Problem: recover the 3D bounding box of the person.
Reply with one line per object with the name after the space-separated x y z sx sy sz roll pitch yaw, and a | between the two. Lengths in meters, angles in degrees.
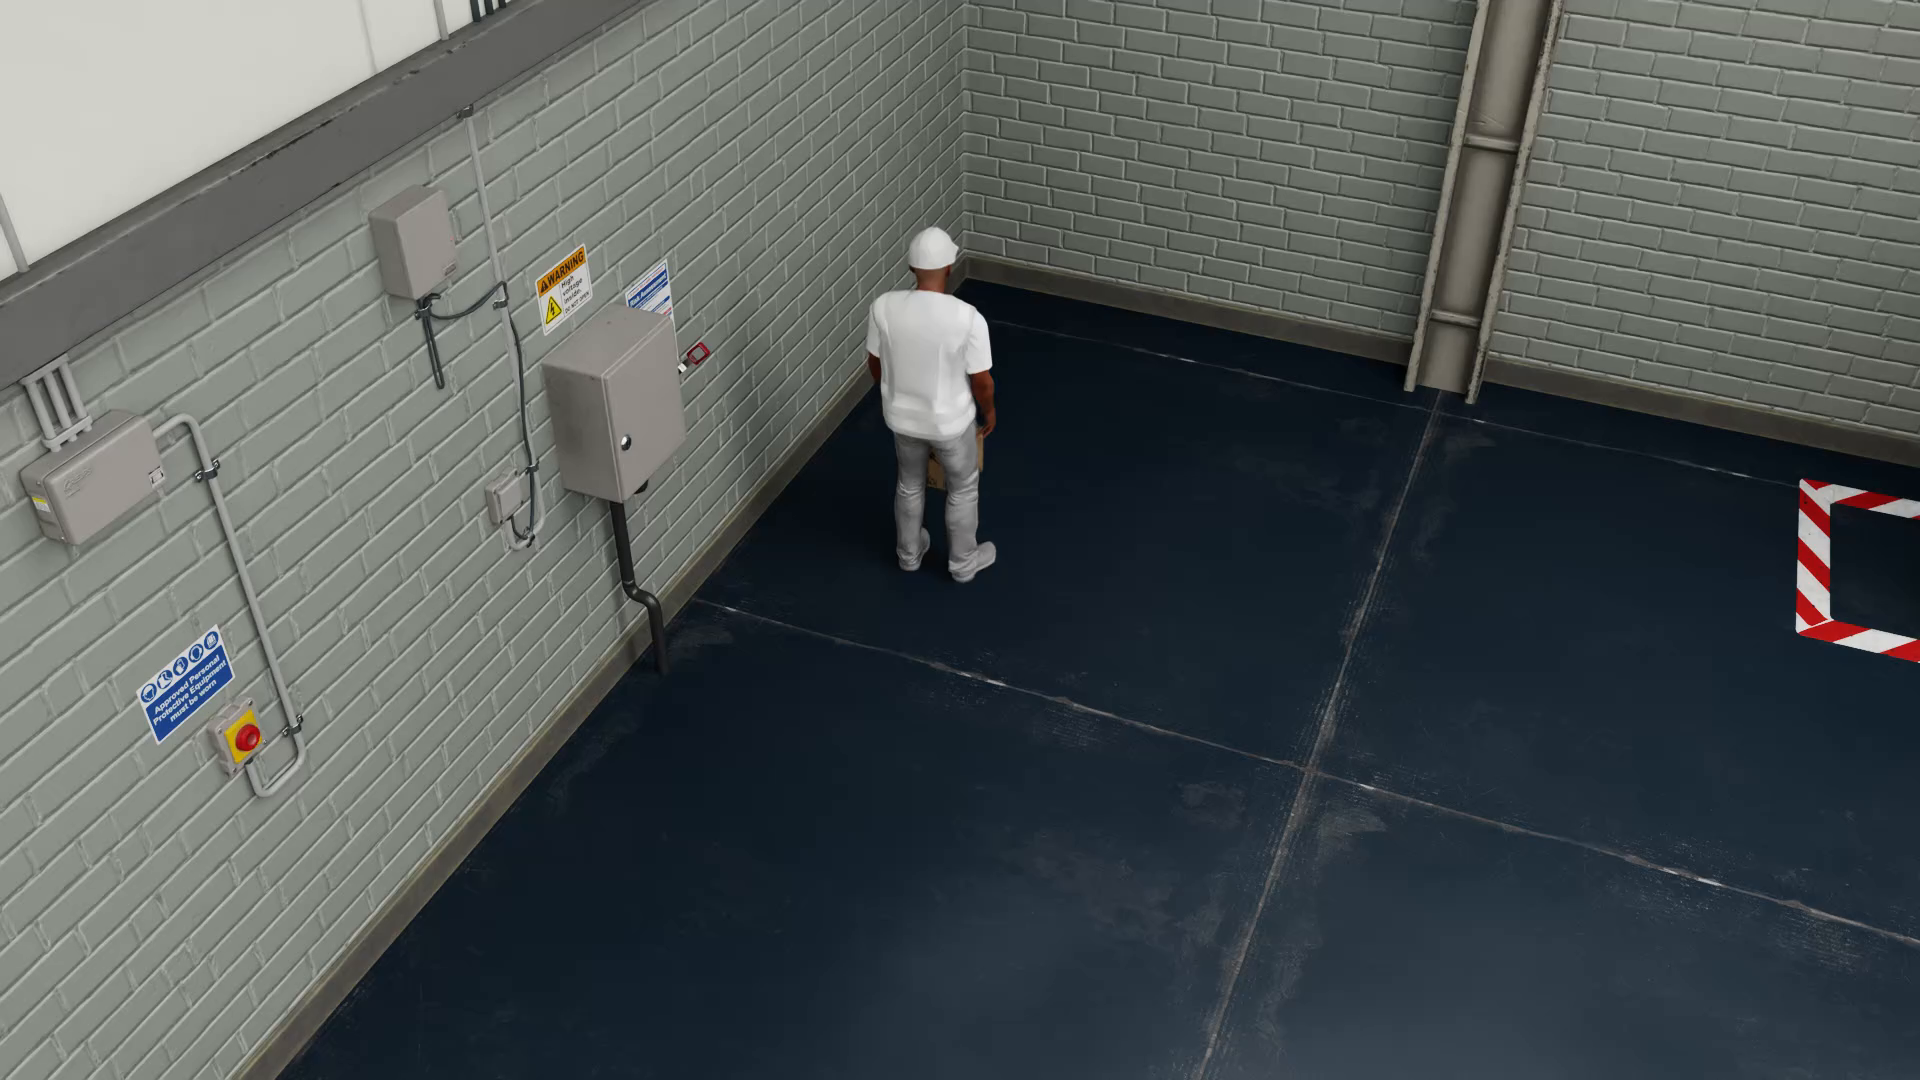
-0.125 -0.587 7.573 0.592 1.764 0.430 13 39 16 | person
